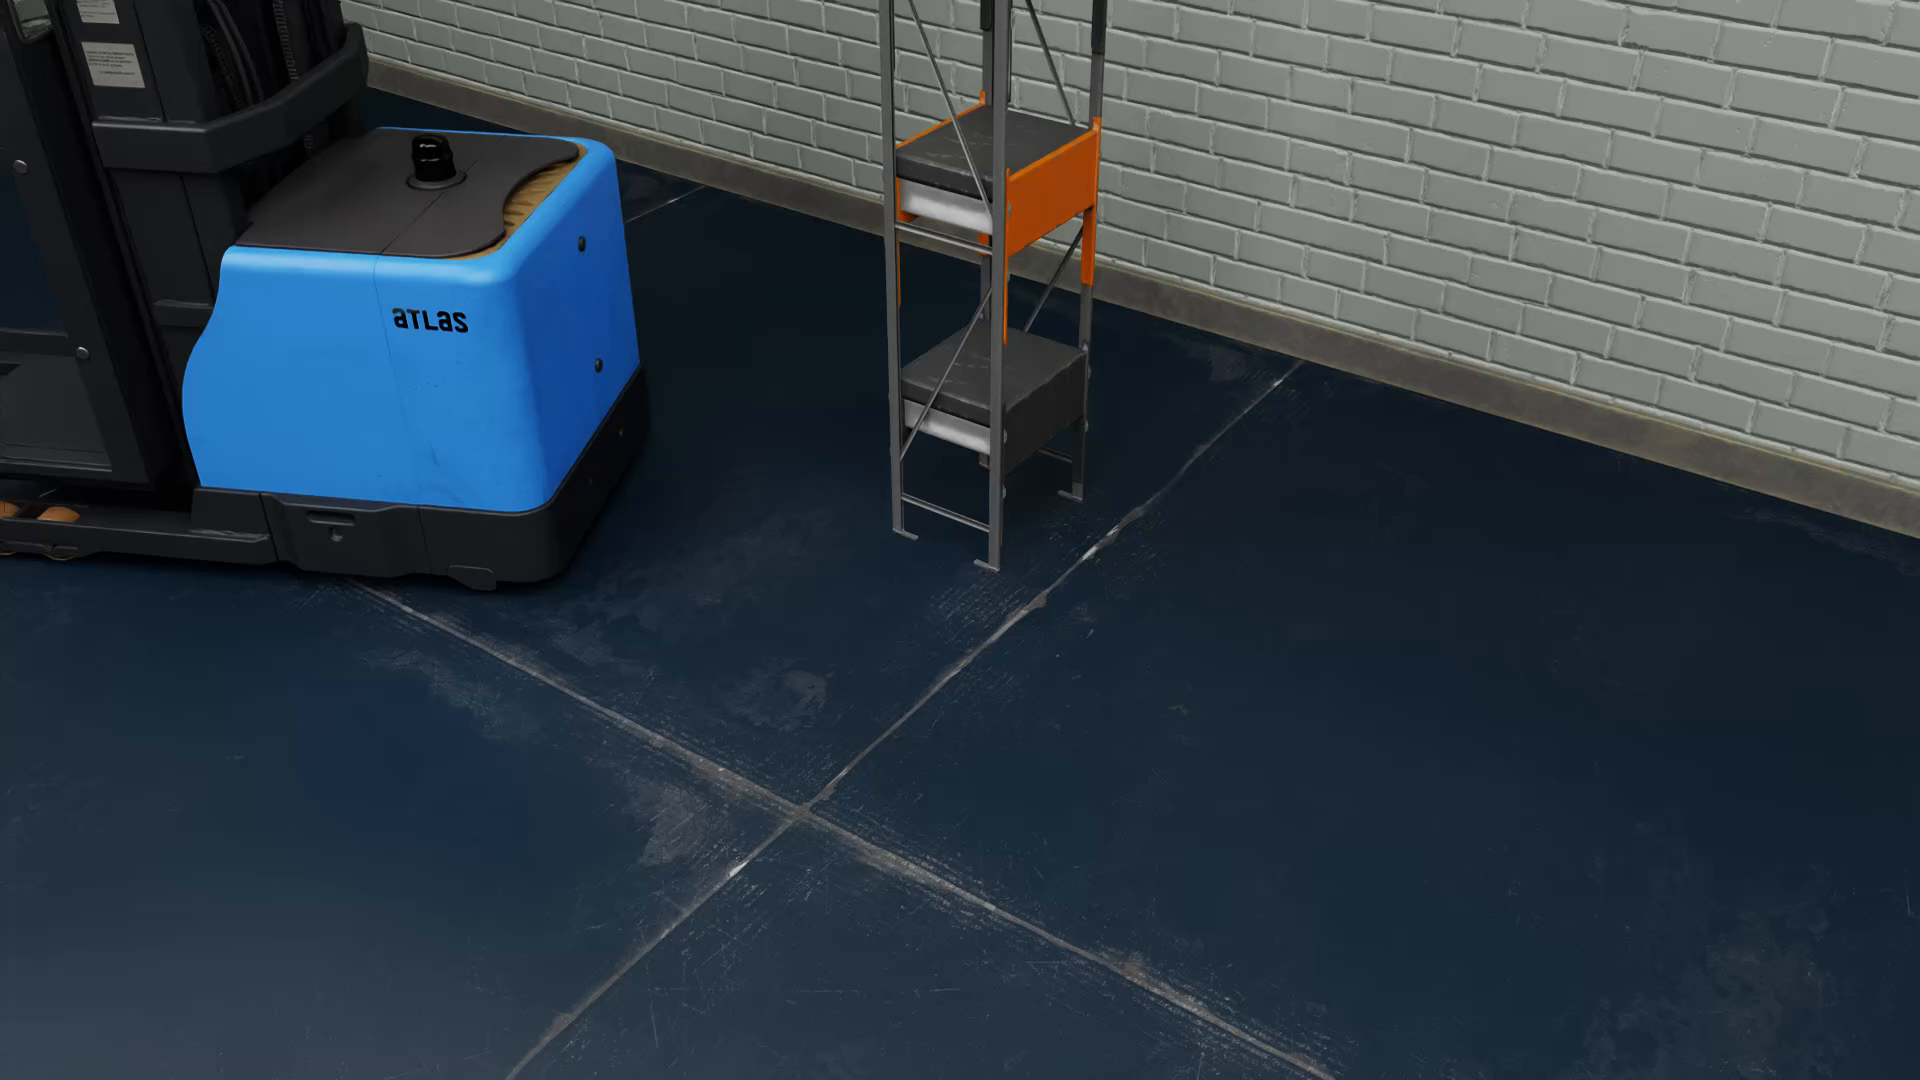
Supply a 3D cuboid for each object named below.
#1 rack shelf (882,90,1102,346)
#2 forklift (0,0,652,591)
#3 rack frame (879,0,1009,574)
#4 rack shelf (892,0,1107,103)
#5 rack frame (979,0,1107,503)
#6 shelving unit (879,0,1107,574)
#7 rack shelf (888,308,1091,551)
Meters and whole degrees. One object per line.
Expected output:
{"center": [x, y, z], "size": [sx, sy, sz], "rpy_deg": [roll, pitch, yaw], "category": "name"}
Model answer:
{"center": [0.094, -0.935, 4.782], "size": [0.431, 0.518, 0.480], "rpy_deg": [21, 39, 28], "category": "rack shelf"}
{"center": [-2.621, -1.436, 4.758], "size": [3.031, 2.935, 1.130], "rpy_deg": [5, 34, 7], "category": "forklift"}
{"center": [-0.045, -0.834, 4.608], "size": [0.400, 2.100, 0.015], "rpy_deg": [21, 39, 28], "category": "rack frame"}
{"center": [0.094, -1.515, 4.390], "size": [0.431, 0.518, 0.480], "rpy_deg": [21, 39, 28], "category": "rack shelf"}
{"center": [0.234, -1.058, 4.941], "size": [0.400, 2.100, 0.015], "rpy_deg": [21, 39, 28], "category": "rack frame"}
{"center": [0.094, -0.946, 4.774], "size": [0.431, 2.100, 0.503], "rpy_deg": [21, 39, 28], "category": "shelving unit"}
{"center": [0.094, -0.355, 5.174], "size": [0.431, 0.518, 0.480], "rpy_deg": [21, 39, 28], "category": "rack shelf"}
